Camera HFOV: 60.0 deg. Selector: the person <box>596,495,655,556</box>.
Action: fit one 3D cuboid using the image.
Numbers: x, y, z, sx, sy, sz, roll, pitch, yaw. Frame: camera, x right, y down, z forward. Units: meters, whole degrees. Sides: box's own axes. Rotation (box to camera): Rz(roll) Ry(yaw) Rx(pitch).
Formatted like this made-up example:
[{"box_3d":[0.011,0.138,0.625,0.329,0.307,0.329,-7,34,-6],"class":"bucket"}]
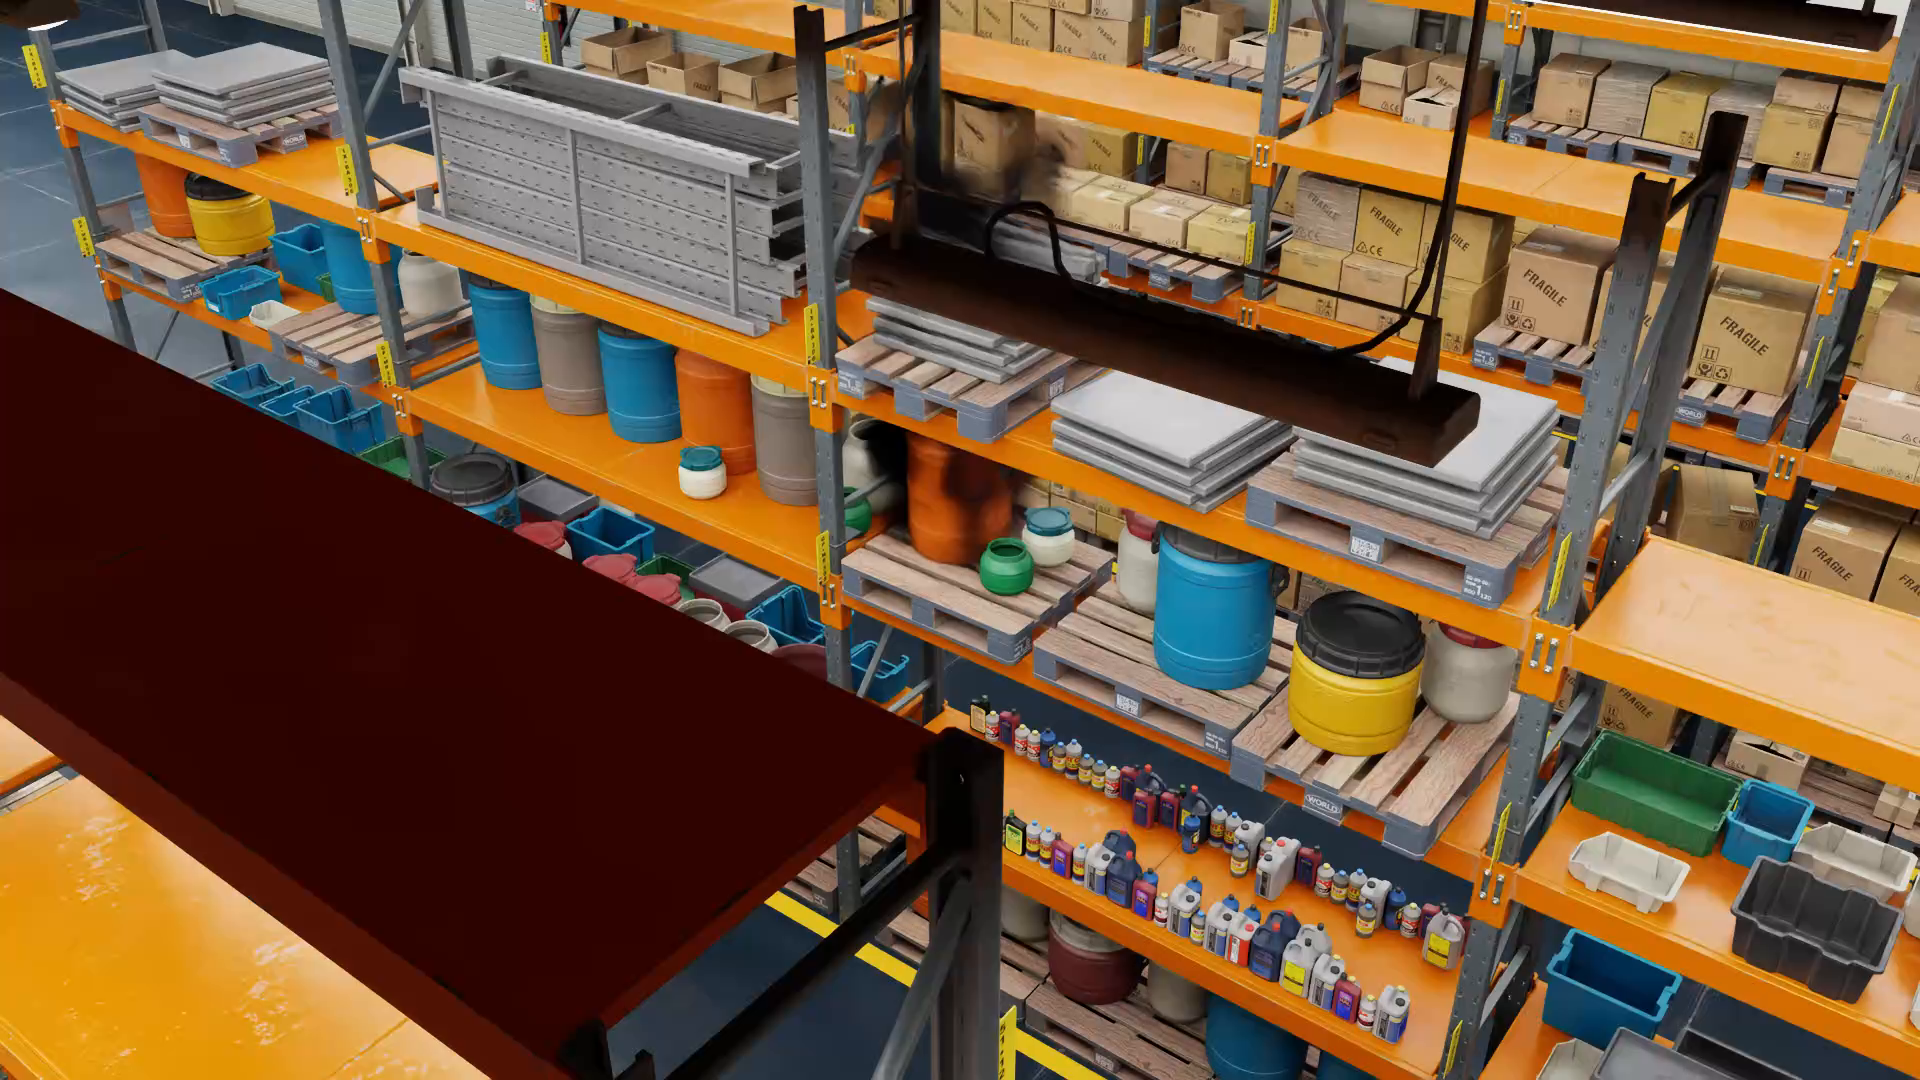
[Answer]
[{"box_3d":[-2.896,-0.433,14.294,0.934,1.751,0.743,25,39,35],"class":"person"}]
